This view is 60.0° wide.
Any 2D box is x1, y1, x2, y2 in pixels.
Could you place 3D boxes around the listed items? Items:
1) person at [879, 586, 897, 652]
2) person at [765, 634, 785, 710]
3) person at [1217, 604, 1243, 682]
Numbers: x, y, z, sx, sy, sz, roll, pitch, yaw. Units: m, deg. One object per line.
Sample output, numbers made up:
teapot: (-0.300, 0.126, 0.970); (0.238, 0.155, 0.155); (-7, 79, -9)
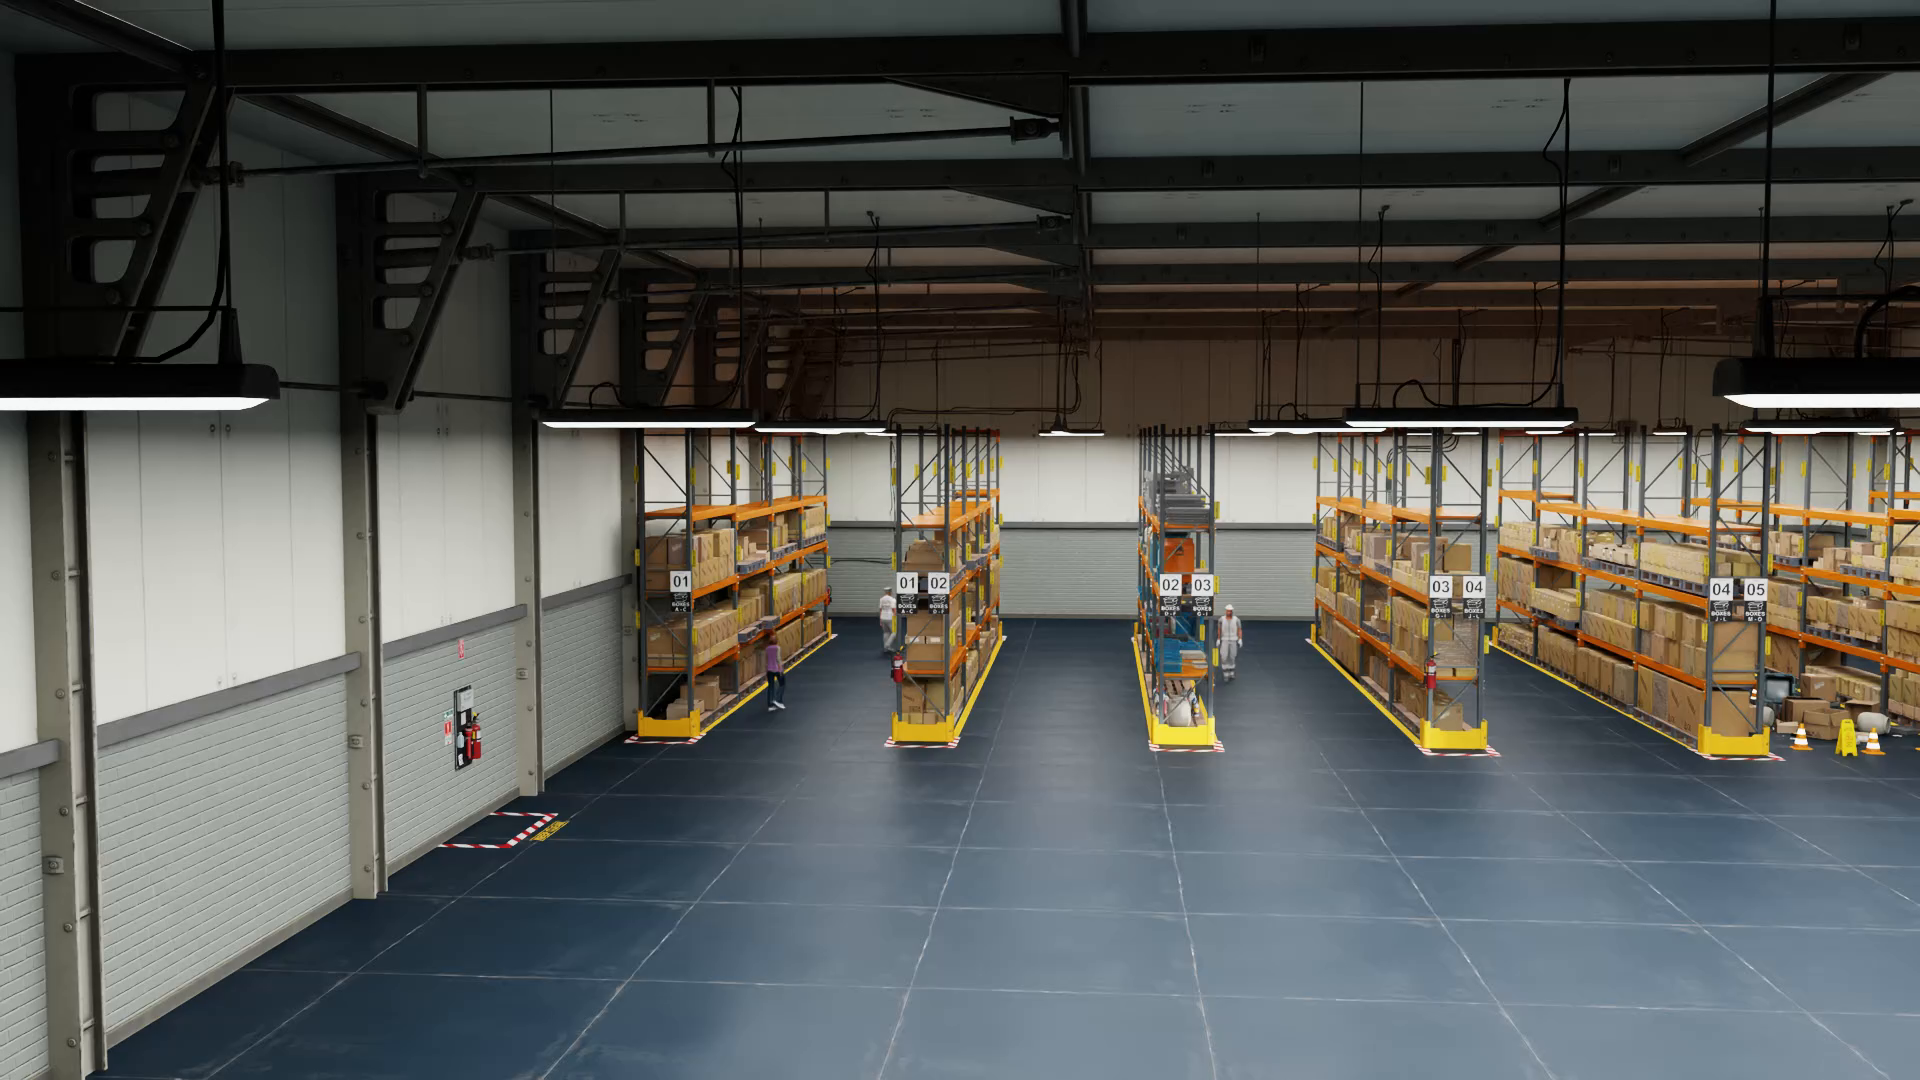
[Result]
person: (-1.937, 2.136, 44.599); (0.573, 1.753, 0.528); (3, 4, 39)
person: (-3.937, 2.790, 35.050); (0.431, 1.587, 0.506); (1, 4, 16)
person: (6.394, 2.451, 39.441); (0.610, 1.849, 0.499); (1, 4, 9)
